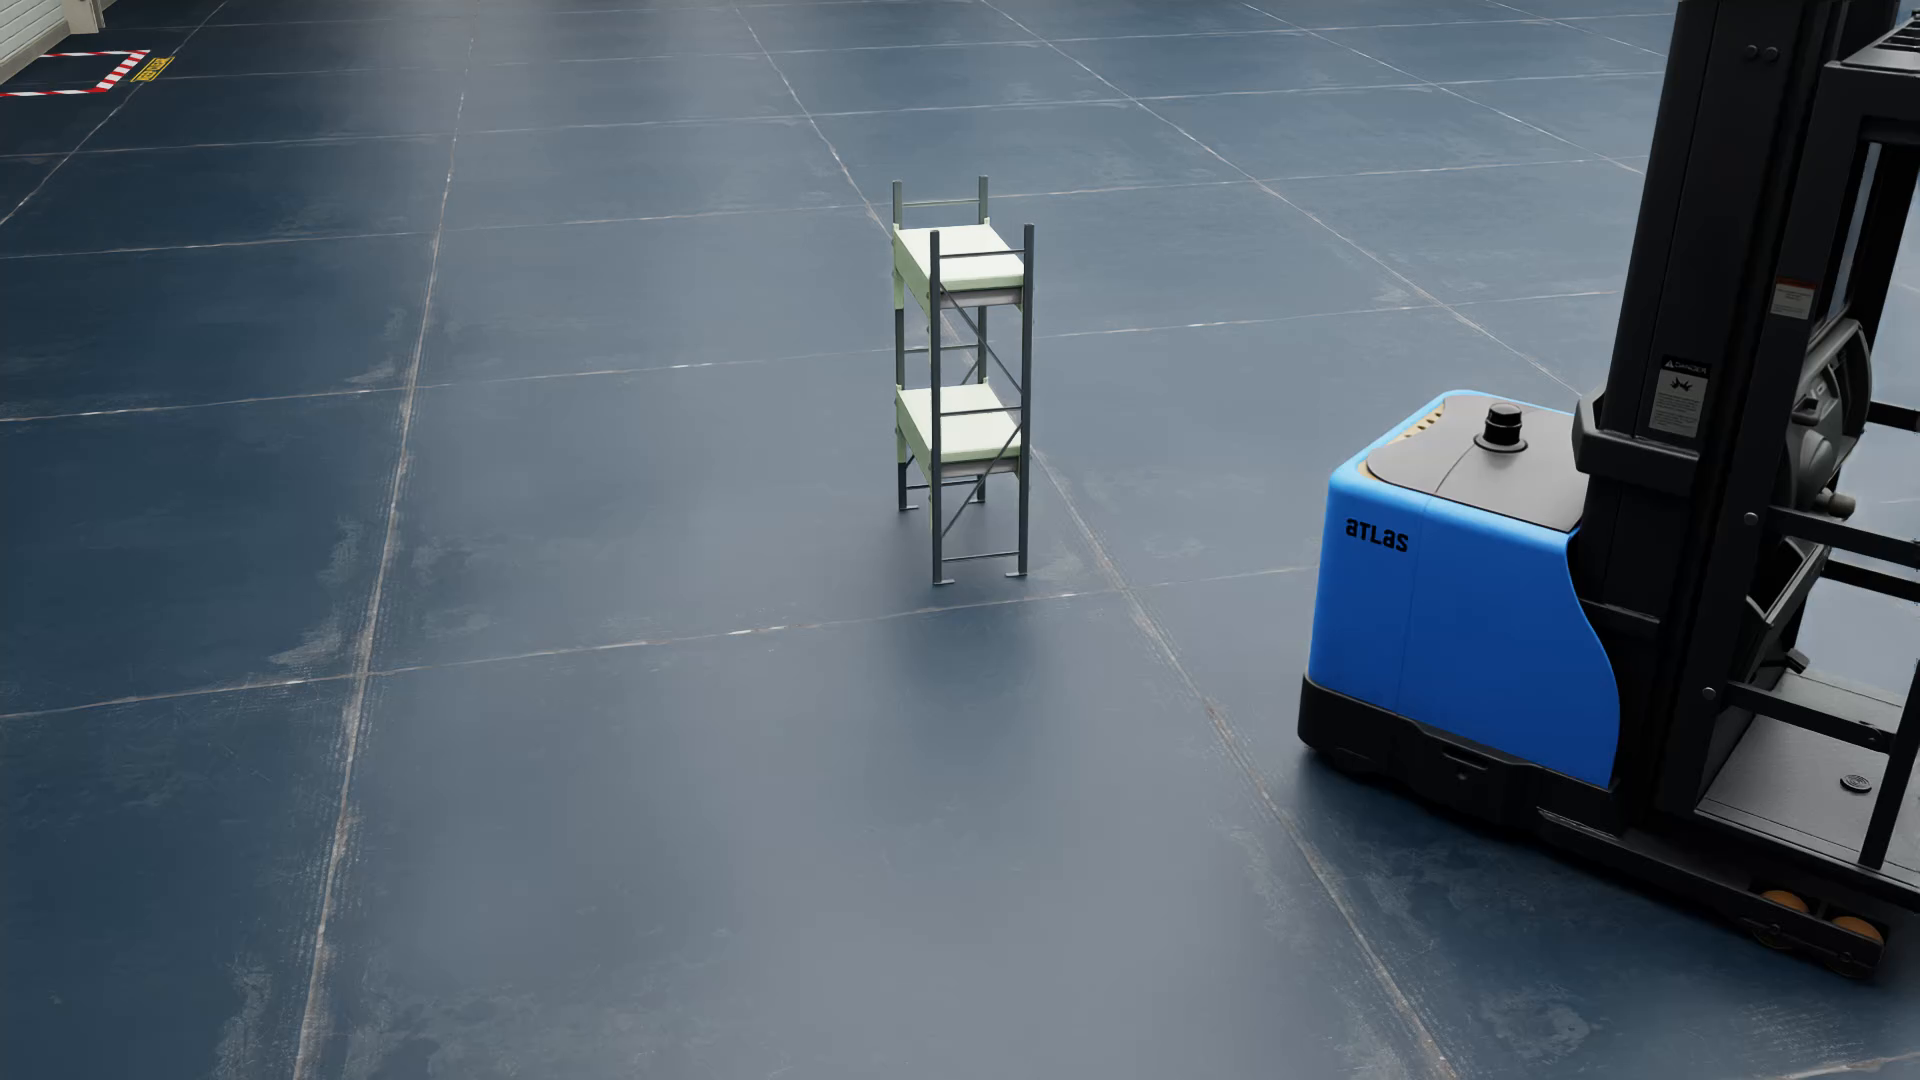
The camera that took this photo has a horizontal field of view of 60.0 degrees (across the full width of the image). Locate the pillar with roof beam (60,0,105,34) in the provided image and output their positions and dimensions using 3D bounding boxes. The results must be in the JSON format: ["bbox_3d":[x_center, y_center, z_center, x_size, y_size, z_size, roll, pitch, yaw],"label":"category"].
[{"bbox_3d":[-5.500,-10.110,17.294,9.100,9.000,0.400,-6,27,-12],"label":"pillar with roof beam"}]

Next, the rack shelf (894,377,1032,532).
[{"bbox_3d":[0.002,-0.376,7.053,0.431,0.370,0.720,-6,27,-12],"label":"rack shelf"}]

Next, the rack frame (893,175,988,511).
[{"bbox_3d":[-0.081,-0.827,7.225,0.400,1.500,0.023,-6,27,-12],"label":"rack frame"}]

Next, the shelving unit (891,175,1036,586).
[{"bbox_3d":[0.002,-0.667,6.906,0.431,1.500,0.755,-6,27,-12],"label":"shelving unit"}]

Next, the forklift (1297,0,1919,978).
[{"bbox_3d":[2.641,-0.328,4.647,3.031,2.935,1.130,19,33,33],"label":"forklift"}]

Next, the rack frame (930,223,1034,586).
[{"bbox_3d":[0.084,-0.506,6.588,0.400,1.500,0.023,-6,27,-12],"label":"rack frame"}]

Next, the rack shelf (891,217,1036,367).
[{"bbox_3d":[0.002,-1.015,6.730,0.431,0.370,0.720,-6,27,-12],"label":"rack shelf"}]
